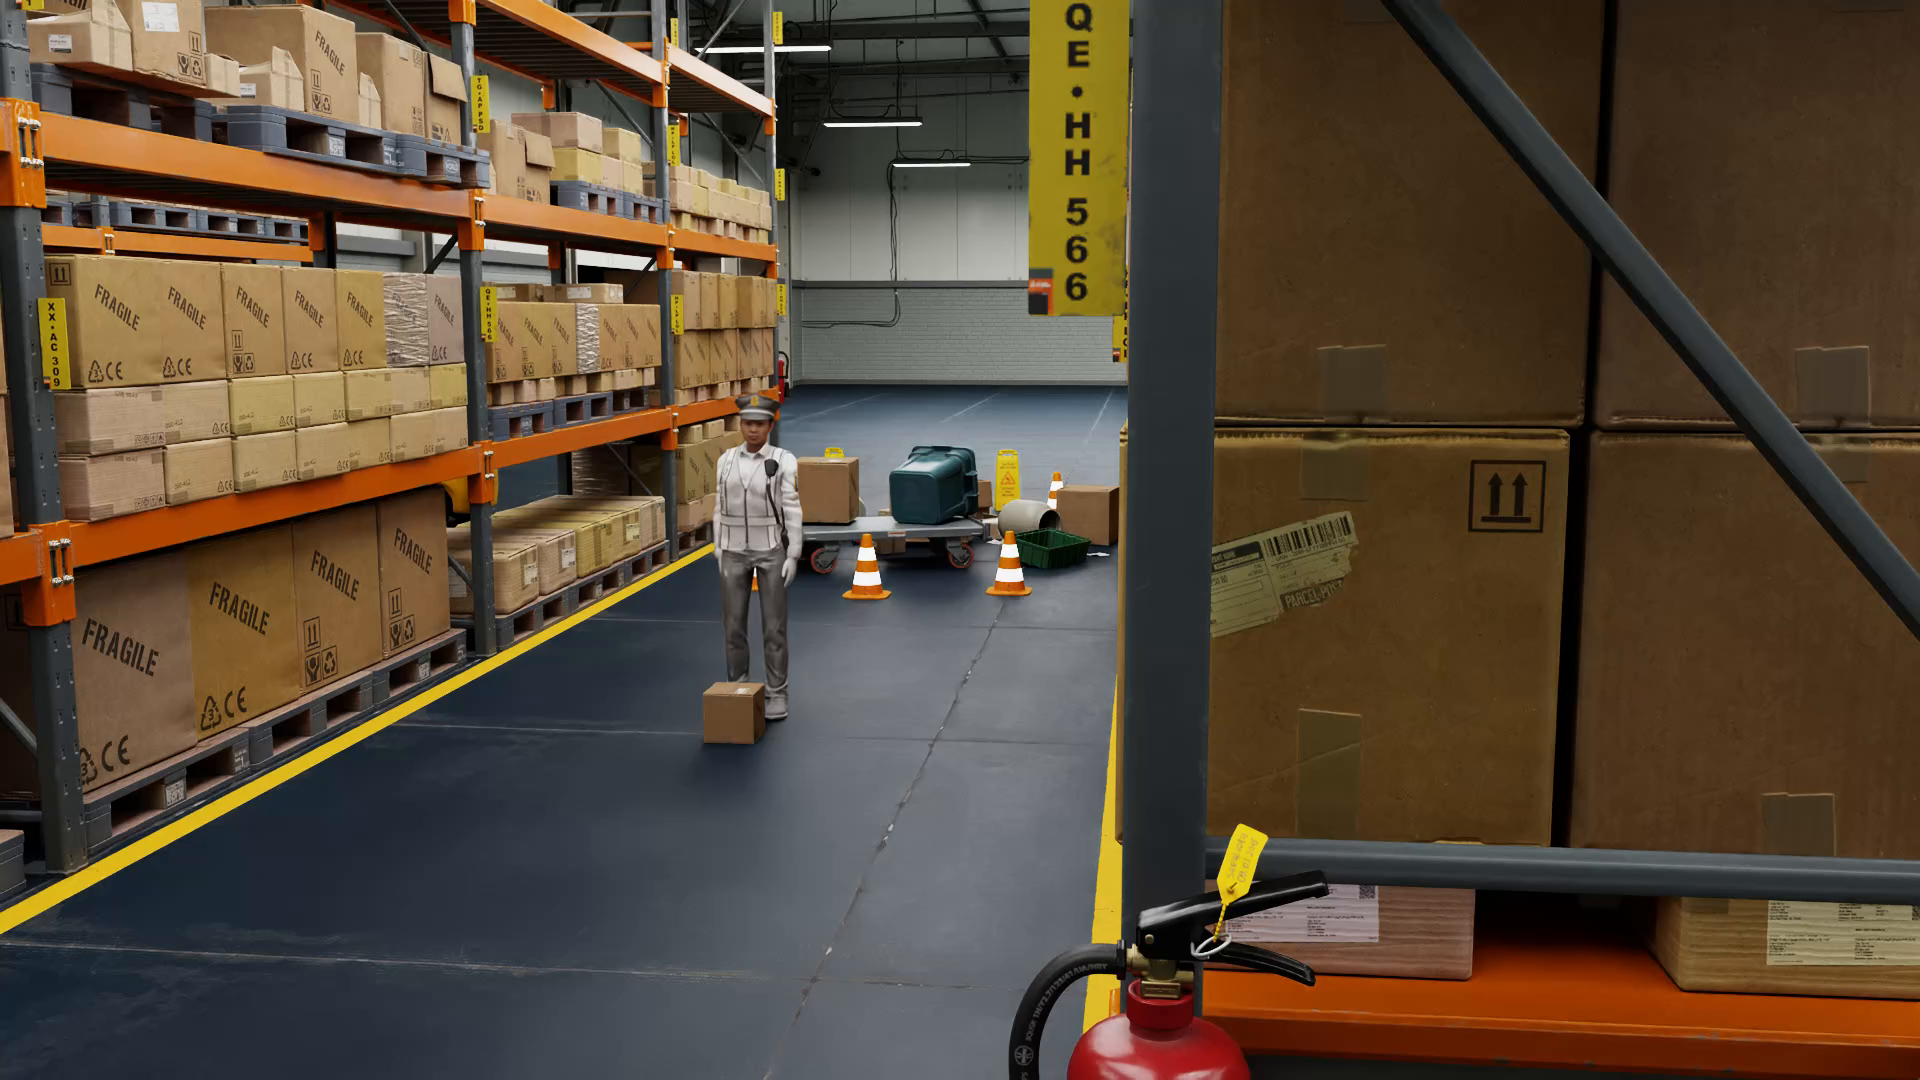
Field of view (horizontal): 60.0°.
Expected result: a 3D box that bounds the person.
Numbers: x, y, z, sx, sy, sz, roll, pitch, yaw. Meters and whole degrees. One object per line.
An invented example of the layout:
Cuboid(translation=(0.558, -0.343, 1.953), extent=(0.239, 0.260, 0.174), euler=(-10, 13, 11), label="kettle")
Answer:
Cuboid(translation=(-1.050, 0.092, 8.601), extent=(0.468, 1.695, 0.347), euler=(1, 8, 7), label="person")
